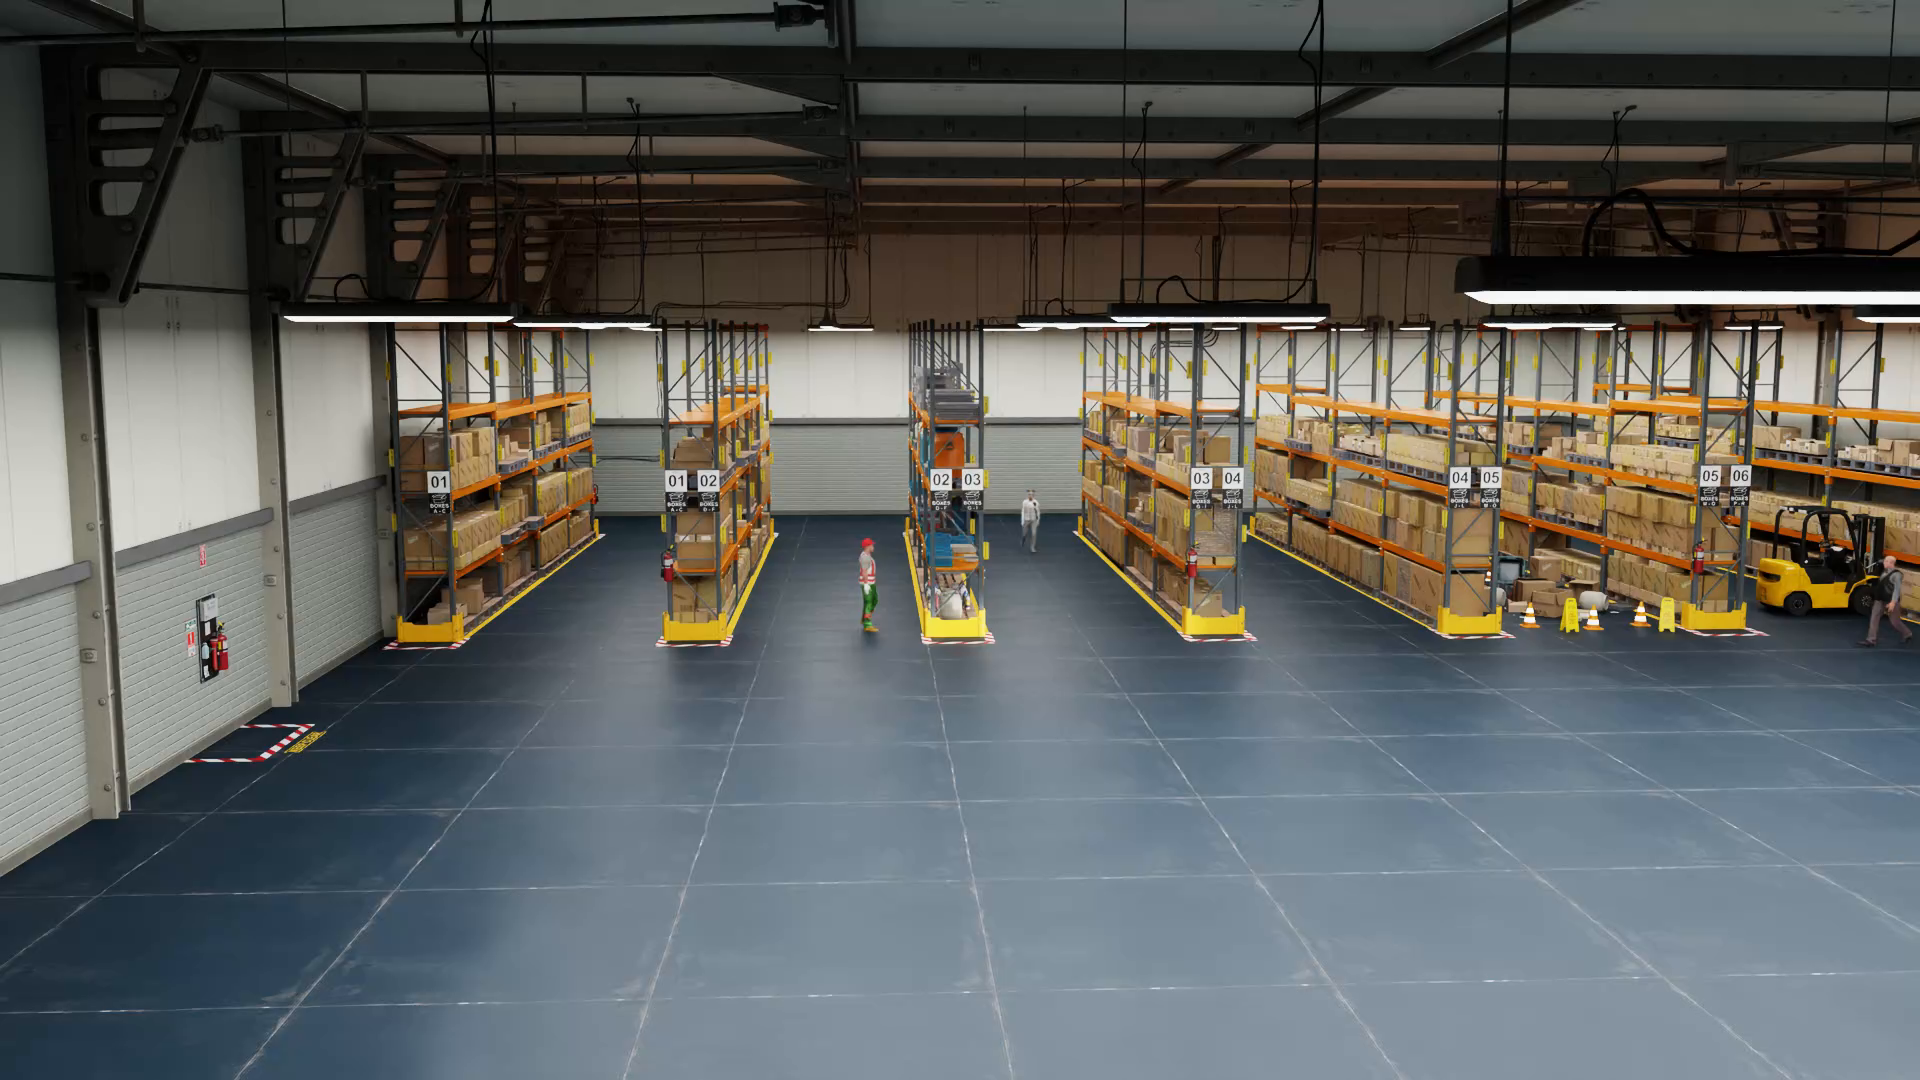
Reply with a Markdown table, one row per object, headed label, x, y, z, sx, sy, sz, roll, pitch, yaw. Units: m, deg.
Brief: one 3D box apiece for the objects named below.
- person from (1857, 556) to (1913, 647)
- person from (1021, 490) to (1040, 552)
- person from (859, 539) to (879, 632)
| label | x | y | z | sx | sy | sz | roll | pitch | yaw |
| --- | --- | --- | --- | --- | --- | --- | --- | --- | --- |
| person | 17.021 | 1.134 | 30.450 | 0.983 | 1.698 | 0.513 | -3 | 8 | -21 |
| person | 1.865 | -0.527 | 43.919 | 0.506 | 1.645 | 0.707 | -1 | 7 | -5 |
| person | -1.764 | 0.875 | 32.240 | 0.391 | 1.809 | 0.648 | 0 | 7 | 0 |
